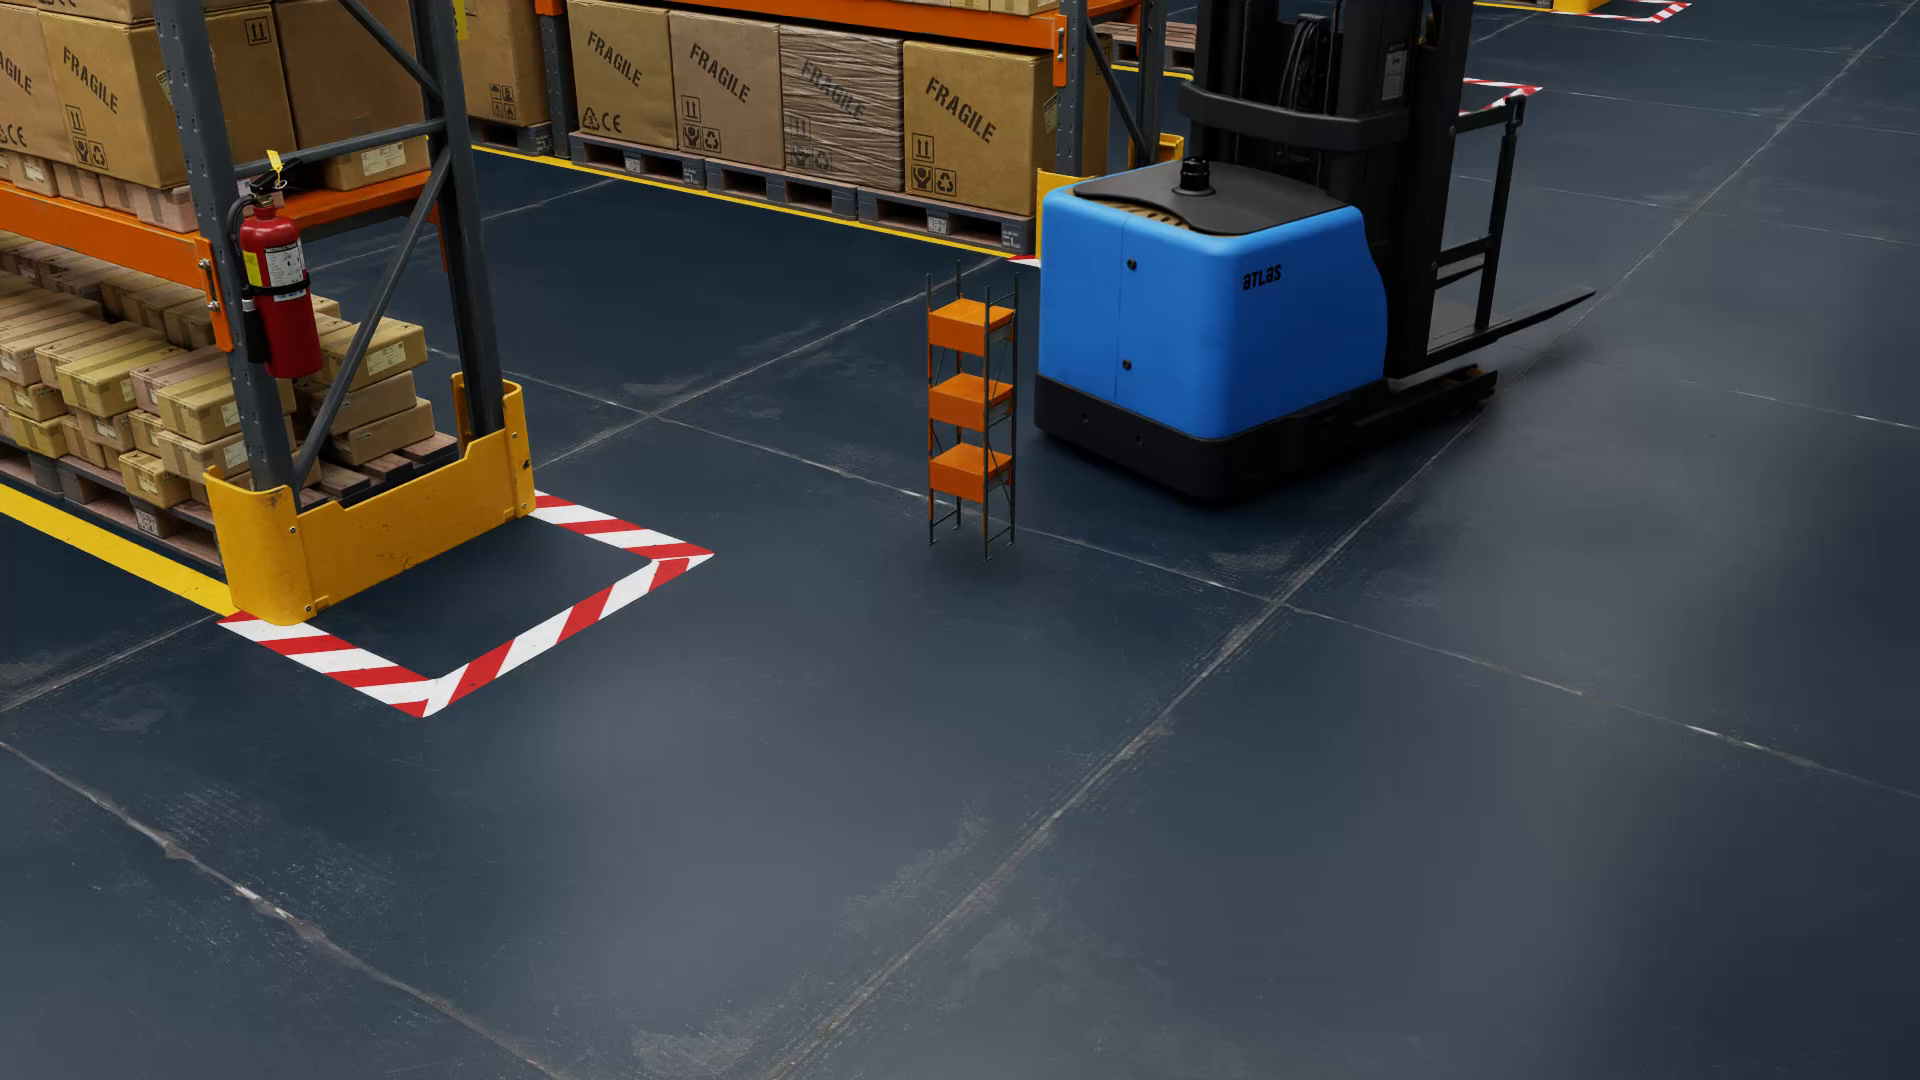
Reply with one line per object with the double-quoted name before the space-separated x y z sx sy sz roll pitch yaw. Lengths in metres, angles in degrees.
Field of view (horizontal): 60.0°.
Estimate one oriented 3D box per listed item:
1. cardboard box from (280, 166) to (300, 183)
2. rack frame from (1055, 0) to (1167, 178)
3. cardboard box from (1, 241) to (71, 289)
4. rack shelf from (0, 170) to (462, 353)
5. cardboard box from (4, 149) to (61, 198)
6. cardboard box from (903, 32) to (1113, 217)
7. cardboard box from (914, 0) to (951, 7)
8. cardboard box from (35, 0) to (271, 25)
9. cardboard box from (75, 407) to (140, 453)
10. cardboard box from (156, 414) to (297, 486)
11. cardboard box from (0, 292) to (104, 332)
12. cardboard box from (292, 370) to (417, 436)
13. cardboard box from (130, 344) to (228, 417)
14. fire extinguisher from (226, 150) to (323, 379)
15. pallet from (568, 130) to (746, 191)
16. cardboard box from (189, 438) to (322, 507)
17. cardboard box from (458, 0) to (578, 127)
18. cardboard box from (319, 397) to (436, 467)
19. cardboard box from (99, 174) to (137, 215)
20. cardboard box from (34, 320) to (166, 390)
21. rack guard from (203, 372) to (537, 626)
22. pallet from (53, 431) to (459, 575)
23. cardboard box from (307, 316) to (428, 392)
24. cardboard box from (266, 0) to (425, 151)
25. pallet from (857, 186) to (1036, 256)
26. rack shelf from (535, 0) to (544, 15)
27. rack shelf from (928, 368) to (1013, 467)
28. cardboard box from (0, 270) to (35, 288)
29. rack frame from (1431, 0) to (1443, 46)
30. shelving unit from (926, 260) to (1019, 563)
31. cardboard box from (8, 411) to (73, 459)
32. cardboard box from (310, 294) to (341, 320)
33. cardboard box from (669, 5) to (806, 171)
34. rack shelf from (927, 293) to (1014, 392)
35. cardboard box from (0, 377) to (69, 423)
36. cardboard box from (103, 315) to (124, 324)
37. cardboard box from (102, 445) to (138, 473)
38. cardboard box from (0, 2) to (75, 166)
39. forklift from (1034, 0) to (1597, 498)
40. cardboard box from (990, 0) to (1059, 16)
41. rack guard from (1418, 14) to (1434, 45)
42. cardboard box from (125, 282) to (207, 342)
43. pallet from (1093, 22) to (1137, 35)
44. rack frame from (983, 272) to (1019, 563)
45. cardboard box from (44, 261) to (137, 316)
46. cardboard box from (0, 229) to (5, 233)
"cardboard box" -2.353 -1.417 6.005 0.250 0.149 0.380 19 32 32
"rack frame" 0.853 -3.102 9.038 0.127 3.000 1.000 17 32 30
"cardboard box" -4.008 -1.246 7.415 0.250 0.149 0.380 16 31 28
"rack shelf" -3.687 -1.467 6.618 4.000 0.370 1.077 17 32 30
"cardboard box" -3.090 -1.333 5.840 0.250 0.149 0.380 18 32 32
"cardboard box" 0.280 -2.477 9.689 0.875 0.875 0.875 17 32 30
"cardboard box" -0.050 -3.090 9.291 0.250 0.149 0.380 17 32 30
"cardboard box" -2.557 -1.921 5.177 0.500 0.500 0.500 17 31 29
"cardboard box" -3.065 -0.484 6.247 0.250 0.149 0.380 16 31 28
"cardboard box" -2.635 -0.352 5.986 0.250 0.149 0.380 16 31 29
"cardboard box" -3.664 -0.849 6.636 0.250 0.149 0.380 16 31 29
"cardboard box" -2.325 -0.553 6.382 0.250 0.149 0.380 19 32 32
"cardboard box" -2.793 -0.583 6.112 0.250 0.149 0.380 18 32 31
"fire extinguisher" -2.092 -0.836 5.082 0.183 0.674 0.296 17 32 30
"pallet" -1.862 -2.662 11.248 1.213 0.211 1.003 17 32 30
"cardboard box" -2.591 -0.247 6.109 0.250 0.149 0.380 18 32 31
"cardboard box" -2.983 -3.526 11.752 0.875 0.875 1.225 17 32 30
"cardboard box" -2.289 -0.445 6.496 0.250 0.149 0.380 18 32 31
"cardboard box" -2.651 -1.218 5.612 0.250 0.149 0.380 17 32 30
"cardboard box" -3.256 -0.692 6.326 0.250 0.149 0.380 16 31 28
"rack guard" -2.101 -0.179 6.051 0.348 0.500 1.175 17 32 30
"pallet" -2.751 -0.272 6.552 1.213 0.211 1.003 17 32 30
"cardboard box" -2.278 -0.717 6.376 0.250 0.149 0.380 16 31 28
"cardboard box" -2.252 -1.669 5.785 0.500 0.500 0.500 19 33 33
"pallet" 0.149 -2.035 10.017 1.213 0.211 1.003 17 32 30
"rack shelf" -4.093 -4.322 12.229 4.000 0.370 1.077 17 32 30
"rack shelf" 0.044 -0.445 5.990 0.240 0.259 0.215 17 32 30
"cardboard box" -4.077 -0.984 6.900 0.250 0.149 0.380 16 31 28
"rack frame" 3.657 -4.954 12.677 0.127 3.000 1.000 17 32 30
"shelving unit" 0.044 -0.454 5.985 0.252 1.050 0.215 17 32 30
"cardboard box" -3.486 -0.476 6.559 0.250 0.149 0.380 16 31 28
"cardboard box" -2.709 -0.855 6.648 0.250 0.149 0.380 17 32 30
"cardboard box" -1.204 -2.939 10.597 0.875 0.875 0.875 17 32 30
"rack shelf" 0.044 -0.698 5.861 0.240 0.259 0.215 17 32 30
"cardboard box" -3.499 -0.613 6.499 0.250 0.149 0.380 18 32 31
"cardboard box" -3.440 -0.868 7.000 0.250 0.149 0.380 19 33 33
"cardboard box" -3.029 -0.376 6.361 0.250 0.149 0.380 17 32 30
"cardboard box" -2.976 -1.604 5.657 0.500 0.500 0.500 17 31 30
"forklift" 1.763 -2.010 6.967 3.031 2.935 1.130 -21 34 -35
"cardboard box" 0.373 -2.958 9.033 0.250 0.149 0.380 18 32 31
"rack guard" 3.684 -3.838 13.241 0.348 0.500 1.175 17 32 30
"cardboard box" -3.183 -0.963 6.859 0.250 0.149 0.380 19 32 32
"pallet" 0.988 -4.564 14.985 1.213 0.211 1.003 17 32 30
"rack frame" 0.145 -0.423 5.923 0.008 1.050 0.200 17 32 30
"cardboard box" -3.636 -1.076 7.082 0.250 0.149 0.380 17 32 30
"cardboard box" -4.453 -1.376 7.672 0.250 0.149 0.380 17 32 30
